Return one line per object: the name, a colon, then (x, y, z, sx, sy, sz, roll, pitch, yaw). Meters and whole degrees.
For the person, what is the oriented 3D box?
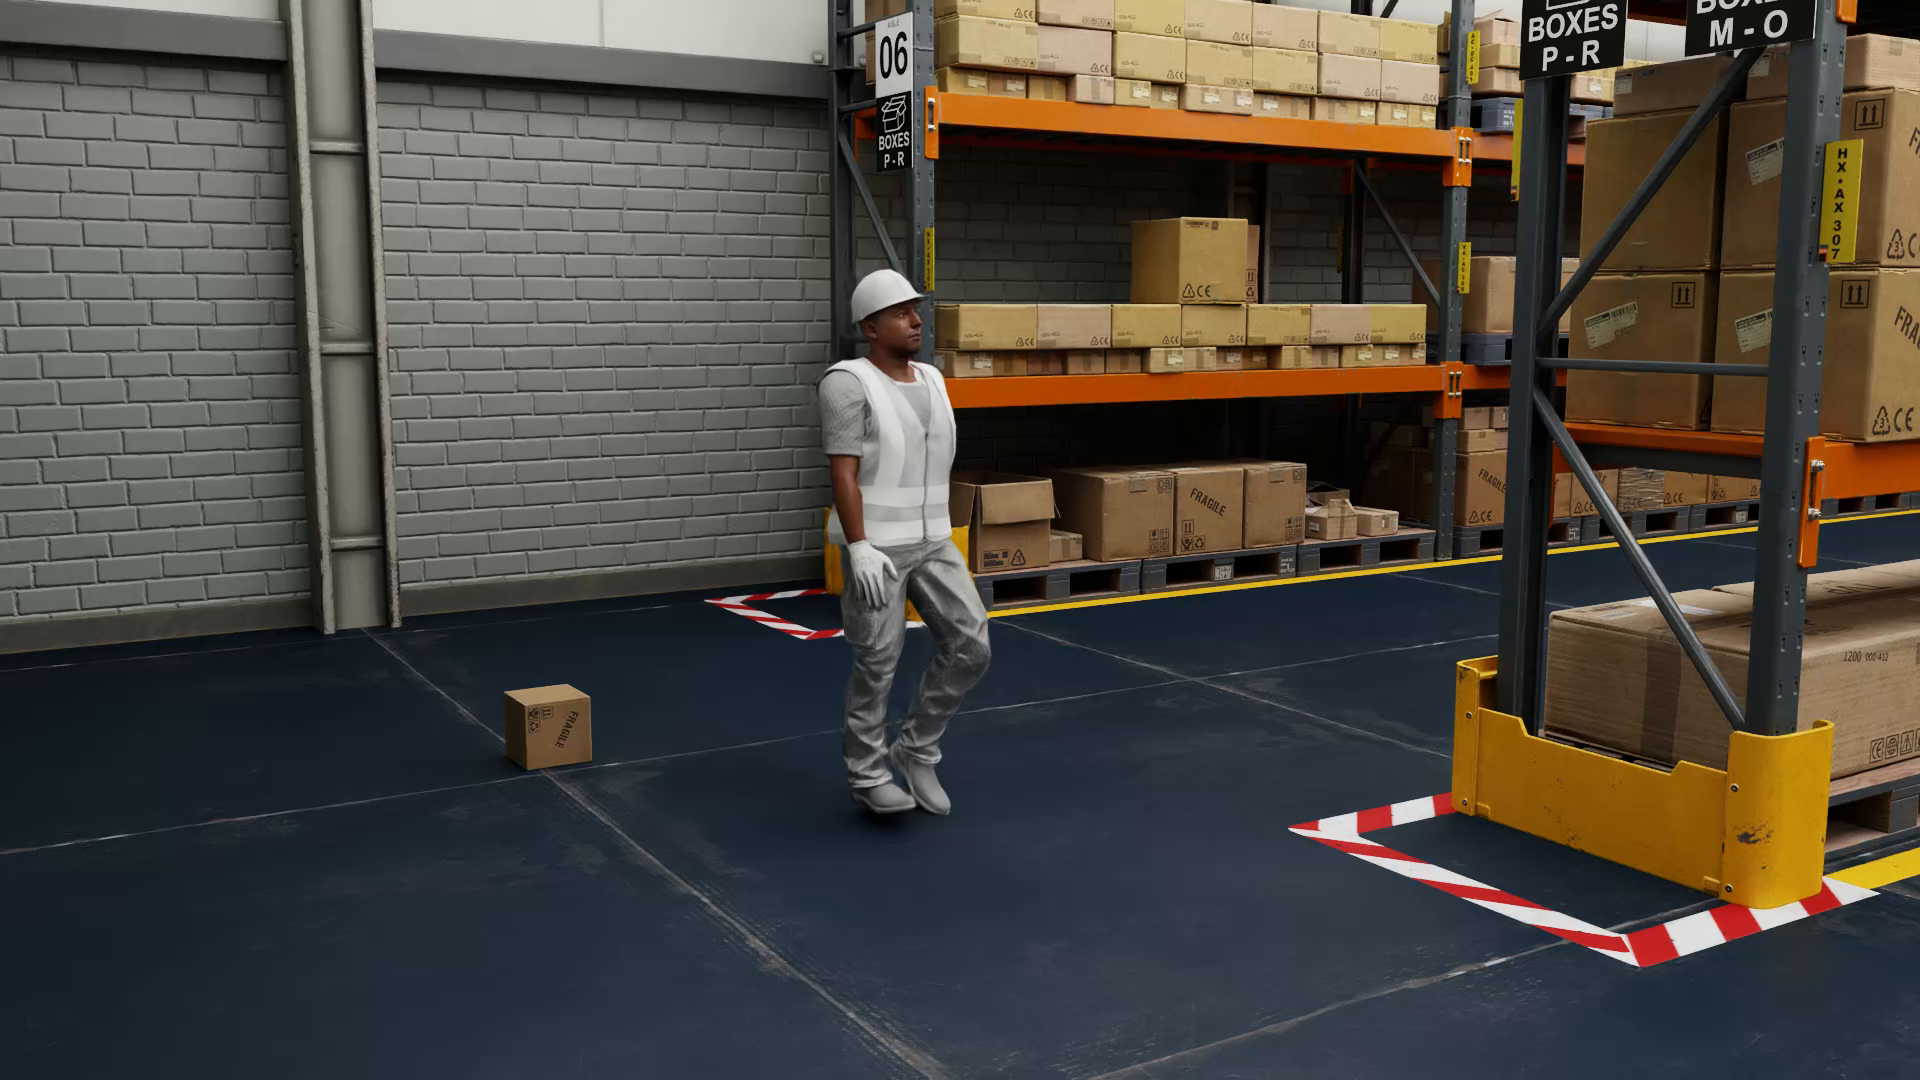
person: (-0.188, 0.039, 5.390, 0.455, 1.812, 0.544, 8, 11, 44)
